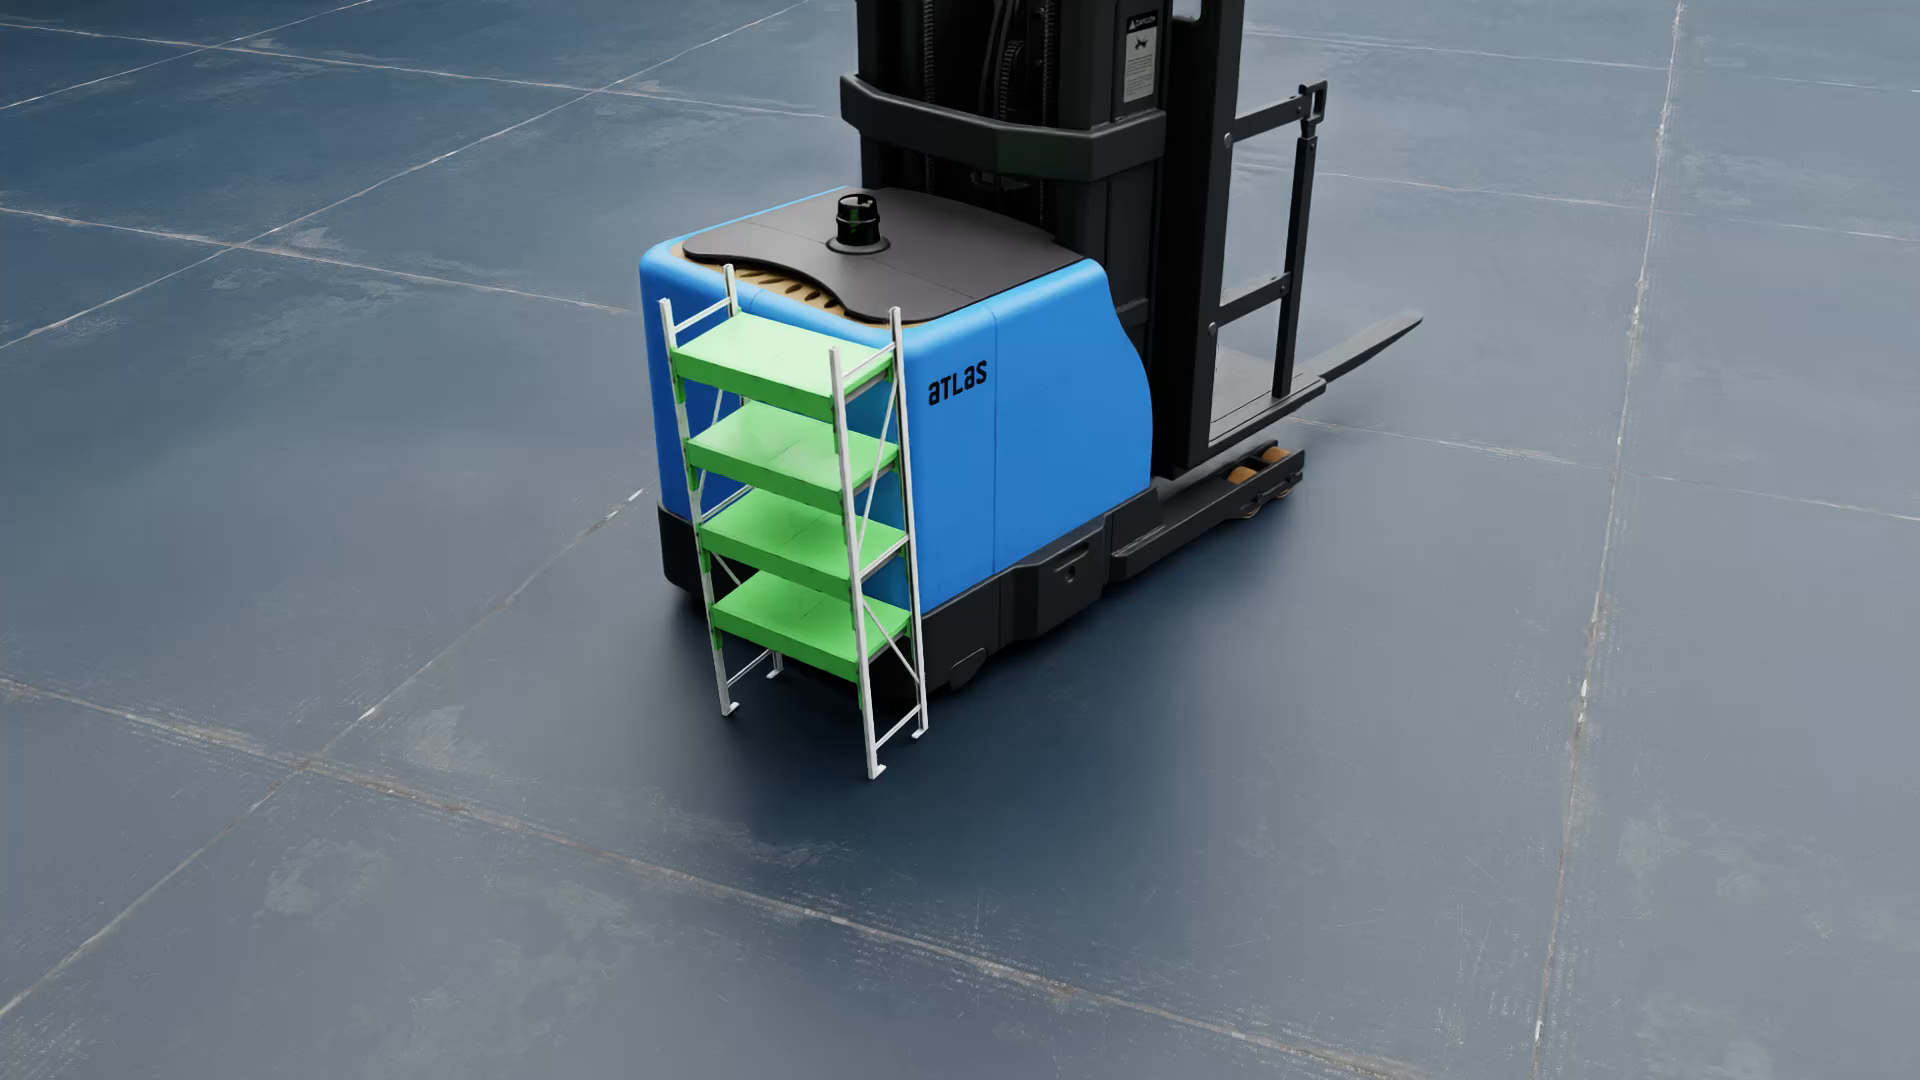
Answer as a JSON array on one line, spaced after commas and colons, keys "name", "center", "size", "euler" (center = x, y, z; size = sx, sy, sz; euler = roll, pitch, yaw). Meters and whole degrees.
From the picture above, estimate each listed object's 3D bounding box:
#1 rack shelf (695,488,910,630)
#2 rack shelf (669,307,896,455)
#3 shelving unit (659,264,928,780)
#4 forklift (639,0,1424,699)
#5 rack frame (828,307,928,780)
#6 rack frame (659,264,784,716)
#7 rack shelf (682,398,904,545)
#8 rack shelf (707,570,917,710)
[{"name": "rack shelf", "center": [-0.381, 0.028, 4.092], "size": [0.480, 0.148, 0.258], "euler": [19, 39, 29]}, {"name": "rack shelf", "center": [-0.401, -0.374, 3.832], "size": [0.480, 0.148, 0.258], "euler": [19, 39, 29]}, {"name": "shelving unit", "center": [-0.383, -0.026, 4.058], "size": [0.503, 1.200, 0.258], "euler": [19, 39, 29]}, {"name": "forklift", "center": [0.489, -1.496, 4.918], "size": [1.130, 2.935, 3.031], "euler": [24, 38, 36]}, {"name": "rack frame", "center": [-0.182, 0.042, 3.938], "size": [0.015, 1.200, 0.240], "euler": [19, 39, 29]}, {"name": "rack frame", "center": [-0.585, -0.093, 4.177], "size": [0.015, 1.200, 0.240], "euler": [19, 39, 29]}, {"name": "rack shelf", "center": [-0.391, -0.173, 3.962], "size": [0.480, 0.148, 0.258], "euler": [19, 39, 29]}, {"name": "rack shelf", "center": [-0.371, 0.229, 4.223], "size": [0.480, 0.148, 0.258], "euler": [19, 39, 29]}]
